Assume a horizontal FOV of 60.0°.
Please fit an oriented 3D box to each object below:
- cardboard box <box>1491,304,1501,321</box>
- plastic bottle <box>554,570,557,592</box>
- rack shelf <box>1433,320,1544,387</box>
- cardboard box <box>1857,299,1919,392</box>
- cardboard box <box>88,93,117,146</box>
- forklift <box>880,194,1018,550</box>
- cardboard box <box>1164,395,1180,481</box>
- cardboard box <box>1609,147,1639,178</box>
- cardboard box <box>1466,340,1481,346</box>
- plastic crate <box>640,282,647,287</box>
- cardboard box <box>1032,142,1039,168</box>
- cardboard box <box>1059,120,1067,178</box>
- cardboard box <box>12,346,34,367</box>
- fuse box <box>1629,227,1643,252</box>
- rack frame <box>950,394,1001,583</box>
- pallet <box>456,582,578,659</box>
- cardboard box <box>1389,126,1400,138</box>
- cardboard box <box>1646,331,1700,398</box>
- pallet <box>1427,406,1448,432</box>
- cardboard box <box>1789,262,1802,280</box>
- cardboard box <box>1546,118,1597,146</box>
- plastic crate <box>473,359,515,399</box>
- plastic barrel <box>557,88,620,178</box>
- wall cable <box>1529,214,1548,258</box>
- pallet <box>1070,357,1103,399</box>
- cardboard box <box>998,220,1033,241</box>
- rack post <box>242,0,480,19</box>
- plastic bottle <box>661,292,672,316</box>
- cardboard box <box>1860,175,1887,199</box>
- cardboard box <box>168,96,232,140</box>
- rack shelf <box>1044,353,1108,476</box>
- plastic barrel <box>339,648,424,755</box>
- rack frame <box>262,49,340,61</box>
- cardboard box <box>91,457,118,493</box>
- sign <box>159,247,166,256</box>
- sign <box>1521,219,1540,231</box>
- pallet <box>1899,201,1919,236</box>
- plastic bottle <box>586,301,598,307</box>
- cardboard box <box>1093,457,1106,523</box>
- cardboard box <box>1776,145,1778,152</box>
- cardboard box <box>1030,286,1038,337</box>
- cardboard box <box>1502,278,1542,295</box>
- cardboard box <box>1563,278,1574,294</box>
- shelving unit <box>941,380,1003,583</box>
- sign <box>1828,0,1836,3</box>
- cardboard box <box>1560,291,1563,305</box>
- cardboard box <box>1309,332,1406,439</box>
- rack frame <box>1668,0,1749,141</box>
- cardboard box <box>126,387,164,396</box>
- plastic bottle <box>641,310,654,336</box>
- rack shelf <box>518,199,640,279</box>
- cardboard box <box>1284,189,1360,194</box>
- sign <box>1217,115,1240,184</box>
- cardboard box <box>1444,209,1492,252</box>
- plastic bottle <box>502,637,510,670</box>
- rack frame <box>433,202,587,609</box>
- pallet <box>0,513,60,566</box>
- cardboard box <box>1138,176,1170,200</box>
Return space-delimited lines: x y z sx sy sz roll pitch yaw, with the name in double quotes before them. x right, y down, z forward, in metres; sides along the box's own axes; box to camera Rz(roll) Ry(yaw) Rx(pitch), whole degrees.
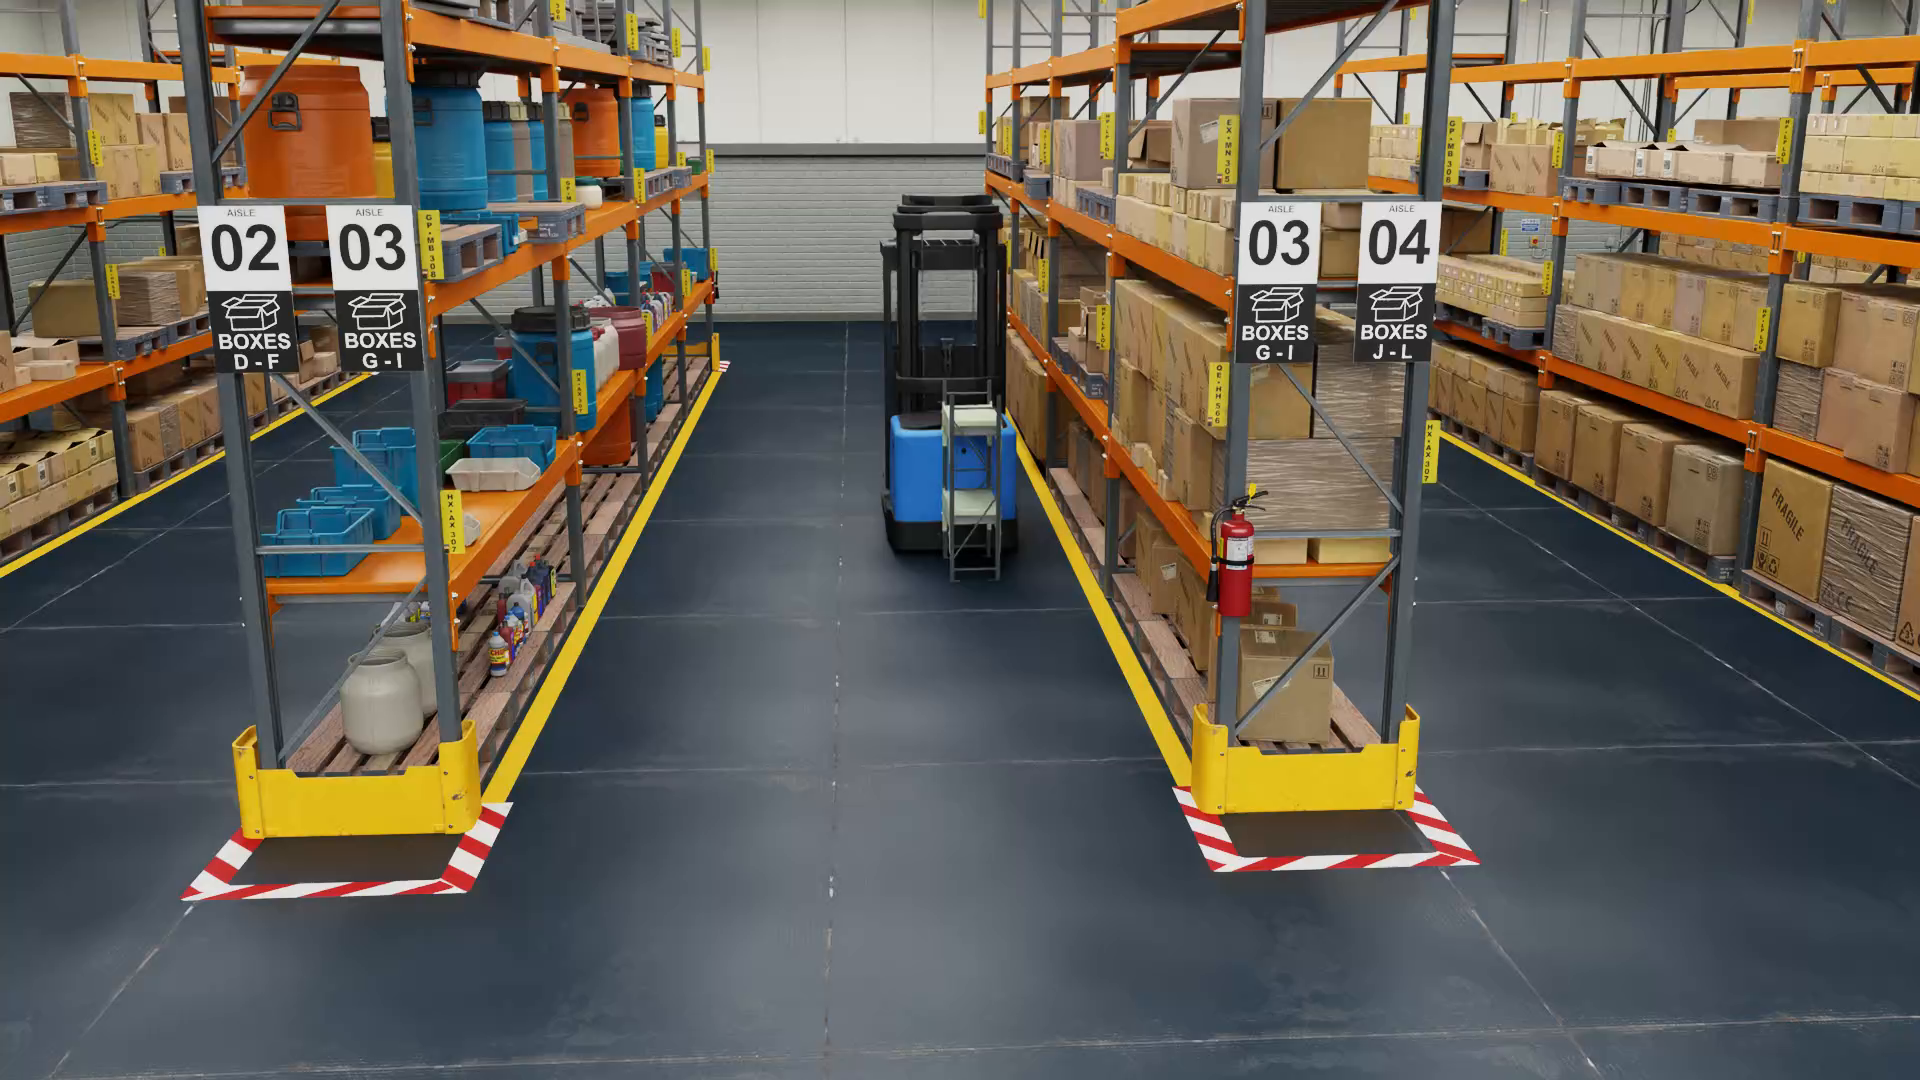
"cardboard box" 5.803 -2.389 17.452 0.380 0.149 0.250 -1 14 -2
"plastic bottle" -2.996 0.285 12.134 0.097 0.201 0.097 0 14 0
"rack shelf" 6.199 -2.215 18.558 1.077 0.370 4.000 -1 14 -3
"cardboard box" 6.605 -1.303 11.102 0.875 0.550 0.550 -1 14 -3
"cardboard box" -8.574 -4.083 16.149 0.500 0.500 0.500 -1 14 -3
"forklift" -0.154 -1.652 15.065 1.130 2.935 3.031 -1 14 -5
"cardboard box" 1.716 -0.602 10.048 0.875 0.500 0.500 -1 14 -3
"cardboard box" 6.179 -3.390 14.918 0.500 0.250 0.500 0 14 -2
"cardboard box" 6.373 -2.235 19.863 0.500 0.250 0.500 -1 14 -5
"plastic crate" -4.233 -3.262 21.595 0.293 0.136 0.466 -1 14 -3
"cardboard box" 1.096 -4.348 18.721 0.500 0.311 0.500 -1 14 -5
"cardboard box" 1.166 -3.510 14.927 0.500 0.500 0.500 -1 14 -3
"cardboard box" -8.660 -1.594 14.880 0.500 0.311 0.500 -1 14 -4
"fuse box" 12.494 -4.931 30.257 0.539 1.711 0.414 -1 14 -3
"rack frame" 0.120 -0.395 13.052 0.400 1.500 0.023 -1 14 -5
"pallet" -3.330 0.575 11.868 1.003 0.211 1.213 -1 14 -3
"cardboard box" 5.710 -5.209 21.228 0.380 0.149 0.250 -1 15 -6
"cardboard box" 6.209 -1.496 14.122 0.500 0.500 0.500 -1 14 -3
"pallet" 6.124 -1.516 19.997 1.003 0.211 1.213 -1 14 -3
"cardboard box" 10.725 -3.322 21.217 0.500 0.500 0.500 -1 14 -3
"cardboard box" 6.038 -4.034 16.429 0.396 0.266 0.258 -1 14 -3
"plastic crate" -3.709 -1.205 13.221 0.392 0.384 0.575 -1 14 -3
"plastic barrel" -3.610 -3.943 16.107 0.600 0.830 0.708 -1 14 -3
"wall cable" 10.389 -6.066 29.981 0.585 1.953 0.123 -1 14 -3
"pallet" 1.529 -1.430 14.448 1.003 0.211 1.213 -1 14 -3
"cardboard box" 0.700 -4.062 22.492 0.500 0.500 0.500 -1 14 -5
"rack post" -3.002 -2.801 8.358 0.937 0.300 0.954 1 14 3
"plastic bottle" -3.478 -2.780 19.558 0.152 0.276 0.135 -1 14 -3
"cardboard box" 6.301 -2.369 11.156 0.380 0.149 0.250 -1 14 -4
"cardboard box" -8.838 -4.963 19.568 0.700 0.500 0.500 -1 14 -3
"rack shelf" 1.490 -1.169 14.492 1.077 0.370 4.000 -1 14 -3
"plastic barrel" -3.199 0.891 9.195 0.421 0.512 0.421 0 14 0
"rack frame" -9.017 -6.757 22.730 1.000 3.000 0.127 -1 14 -3
"cardboard box" -8.246 -0.607 15.541 0.500 0.250 0.500 -1 14 -2
"sign" -9.311 -3.266 19.463 0.100 0.325 0.005 -1 14 -3
"sign" 10.337 -5.704 30.134 0.327 0.218 0.001 -1 14 -3
"pallet" 6.683 -1.974 10.338 1.003 0.211 1.213 -1 14 -3
"plastic bottle" -4.120 -2.521 18.555 0.152 0.276 0.135 -1 14 -3
"cardboard box" 1.551 -0.433 14.323 0.700 0.500 0.500 -2 15 -8
"cardboard box" 10.634 -4.965 21.243 0.380 0.149 0.250 -1 14 -2
"cardboard box" 1.028 -2.435 17.769 0.500 0.500 0.500 -1 14 -5
"cardboard box" 5.821 -2.613 17.129 0.380 0.149 0.250 -1 14 -4
"cardboard box" 6.468 -2.620 17.158 0.380 0.149 0.250 -1 14 -5
"shelving unit" 0.089 -0.486 13.405 0.431 1.500 0.755 -1 14 -5
"sign" 10.454 -6.594 19.903 0.100 0.325 0.005 -1 14 -3
"cardboard box" 6.454 -2.549 17.476 0.380 0.149 0.250 -1 14 -5
"cardboard box" 2.099 -0.842 8.976 0.500 0.500 0.500 -1 14 -3
"rack frame" 10.761 -7.062 23.915 1.000 3.000 0.127 -1 14 -3
"cardboard box" -8.884 -1.353 17.898 0.500 0.500 0.500 -1 14 -6
"plastic bottle" -3.368 -2.335 17.832 0.152 0.276 0.135 -1 14 -3
"rack shelf" -3.454 -2.545 13.821 1.077 0.370 4.000 -1 14 -3
"cardboard box" 2.060 -1.926 9.474 0.380 0.149 0.250 -1 14 -4
"sign" 1.306 -1.903 8.105 0.100 0.325 0.005 -1 14 -3
"cardboard box" 6.290 -3.853 20.678 0.500 0.500 0.500 -1 14 -2
"plastic bottle" -2.890 0.712 10.471 0.097 0.201 0.097 0 14 0
"rack frame" -3.330 -0.943 12.172 1.000 3.000 0.127 -1 14 -3
"pallet" -8.437 -0.004 14.118 1.003 0.211 1.213 -1 14 -3
"cardboard box" 1.406 -2.374 11.214 0.380 0.149 0.250 -1 14 -3
